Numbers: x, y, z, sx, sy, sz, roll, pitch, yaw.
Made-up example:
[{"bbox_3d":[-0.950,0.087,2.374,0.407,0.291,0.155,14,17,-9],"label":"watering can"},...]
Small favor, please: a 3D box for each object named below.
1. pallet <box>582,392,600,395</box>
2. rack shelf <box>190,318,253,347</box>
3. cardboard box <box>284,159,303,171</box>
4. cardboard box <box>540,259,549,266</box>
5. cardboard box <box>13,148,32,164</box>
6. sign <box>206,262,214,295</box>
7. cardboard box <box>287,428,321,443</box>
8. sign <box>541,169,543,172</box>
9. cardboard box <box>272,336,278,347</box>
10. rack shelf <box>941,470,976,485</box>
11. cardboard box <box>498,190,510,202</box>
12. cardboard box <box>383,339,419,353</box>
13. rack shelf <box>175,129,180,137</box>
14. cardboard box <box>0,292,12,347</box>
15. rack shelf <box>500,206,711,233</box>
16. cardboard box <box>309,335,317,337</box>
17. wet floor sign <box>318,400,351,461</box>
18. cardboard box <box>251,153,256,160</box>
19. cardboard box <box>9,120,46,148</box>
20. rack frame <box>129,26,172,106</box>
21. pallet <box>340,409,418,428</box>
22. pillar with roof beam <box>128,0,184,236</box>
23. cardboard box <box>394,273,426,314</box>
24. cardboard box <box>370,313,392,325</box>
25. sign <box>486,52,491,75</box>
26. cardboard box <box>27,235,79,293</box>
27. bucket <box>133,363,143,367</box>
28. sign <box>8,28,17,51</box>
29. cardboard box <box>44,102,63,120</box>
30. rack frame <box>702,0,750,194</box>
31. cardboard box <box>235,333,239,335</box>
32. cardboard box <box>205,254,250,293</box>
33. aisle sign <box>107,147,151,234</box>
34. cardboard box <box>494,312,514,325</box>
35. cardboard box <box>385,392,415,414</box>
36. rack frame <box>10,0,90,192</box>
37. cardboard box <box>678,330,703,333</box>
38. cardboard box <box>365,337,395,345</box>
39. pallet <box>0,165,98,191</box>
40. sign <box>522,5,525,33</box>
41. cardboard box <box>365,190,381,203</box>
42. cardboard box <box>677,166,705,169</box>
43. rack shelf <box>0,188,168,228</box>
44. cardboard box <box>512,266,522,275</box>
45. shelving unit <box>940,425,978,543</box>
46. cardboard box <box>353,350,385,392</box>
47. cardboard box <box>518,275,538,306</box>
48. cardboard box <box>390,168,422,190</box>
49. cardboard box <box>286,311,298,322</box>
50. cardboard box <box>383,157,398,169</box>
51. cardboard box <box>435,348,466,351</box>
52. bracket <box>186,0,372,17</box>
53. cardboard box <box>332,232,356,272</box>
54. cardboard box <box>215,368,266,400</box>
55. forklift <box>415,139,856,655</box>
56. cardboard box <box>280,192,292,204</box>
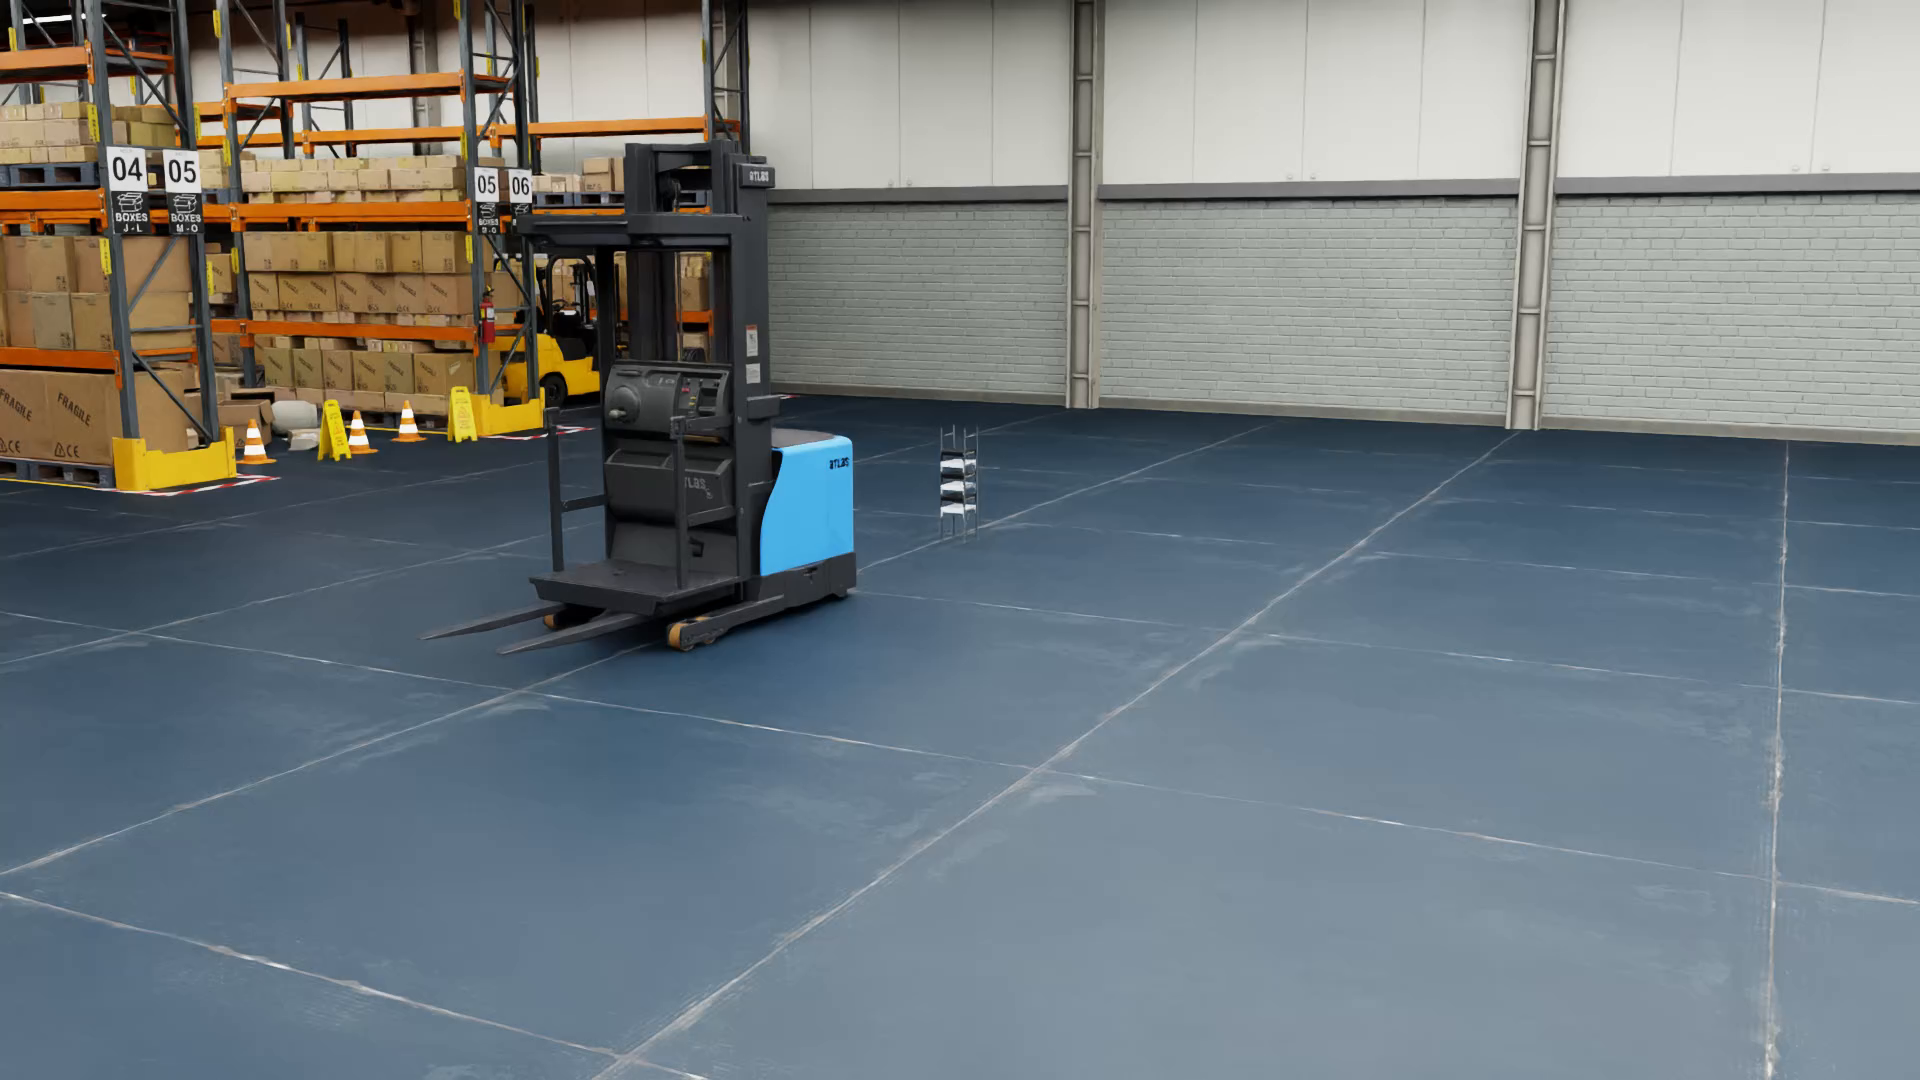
[{"bbox_3d":[-5.208,-2.411,25.960,1.213,0.211,1.003,5,11,26],"label":"pallet"},{"bbox_3d":[-10.987,-2.959,23.178,4.000,0.370,1.077,5,11,26],"label":"rack shelf"},{"bbox_3d":[-8.353,-4.760,21.154,0.250,0.149,0.380,5,11,25],"label":"cardboard box"},{"bbox_3d":[-6.339,-4.366,25.994,0.250,0.149,0.380,5,11,25],"label":"cardboard box"},{"bbox_3d":[-8.837,-3.682,15.977,0.250,0.149,0.380,5,11,26],"label":"cardboard box"},{"bbox_3d":[-7.455,-2.595,16.493,0.005,0.325,0.100,5,11,26],"label":"sign"},{"bbox_3d":[-7.675,-1.218,19.544,0.380,0.149,0.250,-7,12,-33],"label":"cardboard box"},{"bbox_3d":[-6.756,-5.807,26.796,0.005,0.325,0.100,5,11,26],"label":"sign"},{"bbox_3d":[-11.506,-3.281,28.774,0.500,0.500,0.500,5,11,25],"label":"cardboard box"},{"bbox_3d":[-0.007,-0.499,13.144,0.200,0.077,0.258,5,11,26],"label":"rack shelf"},{"bbox_3d":[-5.760,-4.271,20.688,0.250,0.149,0.380,5,11,26],"label":"cardboard box"},{"bbox_3d":[-7.023,-2.442,20.916,0.250,0.149,0.380,5,12,27],"label":"cardboard box"},{"bbox_3d":[-15.968,-7.333,30.509,4.000,0.370,1.077,5,11,26],"label":"rack shelf"},{"bbox_3d":[-9.502,-2.277,16.967,0.500,0.550,0.875,5,11,26],"label":"cardboard box"},{"bbox_3d":[-5.207,-4.913,25.551,4.000,0.370,1.077,5,11,26],"label":"rack shelf"},{"bbox_3d":[-11.143,-3.558,28.486,0.250,0.149,0.380,4,11,23],"label":"cardboard box"},{"bbox_3d":[-6.804,-1.197,18.034,0.232,0.644,0.267,3,11,16],"label":"wet floor sign"},{"bbox_3d":[-9.992,-5.158,22.724,0.500,0.250,0.500,5,11,25],"label":"cardboard box"},{"bbox_3d":[-8.717,-3.880,15.948,0.500,0.250,0.500,5,11,26],"label":"cardboard box"},{"bbox_3d":[-14.175,-7.531,29.574,0.127,3.000,1.000,5,11,26],"label":"rack frame"},{"bbox_3d":[-7.477,-1.640,21.701,1.213,0.211,1.003,5,11,26],"label":"pallet"},{"bbox_3d":[-16.305,-7.042,26.874,0.548,9.000,9.100,5,11,26],"label":"pillar with roof beam"},{"bbox_3d":[-6.662,-3.075,20.682,0.500,0.500,0.500,5,11,26],"label":"cardboard box"},{"bbox_3d":[-7.214,-2.802,20.993,0.250,0.149,0.380,5,11,25],"label":"cardboard box"},{"bbox_3d":[-7.230,-7.312,25.517,0.005,0.325,0.100,5,11,26],"label":"sign"},{"bbox_3d":[-8.556,-2.711,16.334,0.550,0.550,0.875,5,11,26],"label":"cardboard box"},{"bbox_3d":[-10.151,-1.852,19.963,0.726,0.611,0.620,-10,4,-43],"label":"bucket"},{"bbox_3d":[-13.023,-6.872,22.862,0.005,0.325,0.100,5,11,26],"label":"sign"},{"bbox_3d":[-8.381,-4.035,15.685,0.250,0.149,0.380,5,11,26],"label":"cardboard box"},{"bbox_3d":[-3.413,-6.586,24.349,0.127,3.000,1.000,5,11,26],"label":"rack frame"},{"bbox_3d":[-12.517,-3.695,29.240,0.250,0.149,0.380,5,11,26],"label":"cardboard box"},{"bbox_3d":[-9.709,-3.558,22.169,0.500,0.500,0.500,5,11,25],"label":"cardboard box"},{"bbox_3d":[-7.775,-3.268,15.563,0.004,0.787,0.394,5,11,26],"label":"aisle sign"},{"bbox_3d":[-5.819,-2.777,20.855,0.250,0.149,0.380,5,11,26],"label":"cardboard box"},{"bbox_3d":[-6.911,-1.757,21.056,0.500,0.250,0.500,5,11,26],"label":"cardboard box"},{"bbox_3d":[-12.781,-6.423,23.451,0.127,3.000,1.000,5,11,26],"label":"rack frame"},{"bbox_3d":[-4.210,-3.086,25.593,0.500,0.250,0.500,5,11,26],"label":"cardboard box"},{"bbox_3d":[-9.445,-3.200,27.980,0.625,0.625,0.875,5,12,28],"label":"cardboard box"},{"bbox_3d":[-9.474,-3.627,16.674,1.213,0.211,1.003,5,11,26],"label":"pallet"},{"bbox_3d":[-5.366,-6.378,20.356,0.005,0.325,0.100,5,11,26],"label":"sign"},{"bbox_3d":[-7.186,-4.282,20.748,0.250,0.149,0.380,5,11,24],"label":"cardboard box"},{"bbox_3d":[-3.918,-5.411,24.539,0.500,0.500,0.500,5,12,28],"label":"cardboard box"},{"bbox_3d":[-9.500,-3.322,16.758,4.000,0.370,1.077,5,11,26],"label":"rack shelf"},{"bbox_3d":[-6.831,-4.250,26.188,0.250,0.149,0.380,5,11,25],"label":"cardboard box"},{"bbox_3d":[-0.007,-0.443,13.154,0.210,0.900,0.258,5,11,26],"label":"shelving unit"},{"bbox_3d":[-7.359,-2.166,21.211,0.500,0.500,0.500,5,11,24],"label":"cardboard box"},{"bbox_3d":[-6.718,-3.921,26.193,0.500,0.500,0.500,5,11,24],"label":"cardboard box"},{"bbox_3d":[-6.629,-4.428,20.439,0.500,0.250,0.500,5,11,25],"label":"cardboard box"},{"bbox_3d":[-8.552,-2.928,21.693,0.250,0.149,0.380,5,11,26],"label":"cardboard box"},{"bbox_3d":[-6.912,-4.657,20.583,0.250,0.149,0.380,5,11,26],"label":"cardboard box"},{"bbox_3d":[-6.700,-2.213,21.472,0.500,0.500,0.500,5,11,24],"label":"cardboard box"},{"bbox_3d":[-11.860,-9.207,28.729,4.783,0.066,0.076,5,11,26],"label":"bracket"},{"bbox_3d":[-7.500,-3.660,21.105,0.500,0.500,0.700,5,11,25],"label":"cardboard box"},{"bbox_3d":[-9.665,-2.110,22.666,0.625,0.372,0.950,5,11,27],"label":"cardboard box"},{"bbox_3d":[-1.891,-0.890,9.920,1.130,2.935,3.031,6,12,31],"label":"forklift"},{"bbox_3d":[-8.541,-4.413,21.473,0.250,0.149,0.380,5,11,26],"label":"cardboard box"}]
